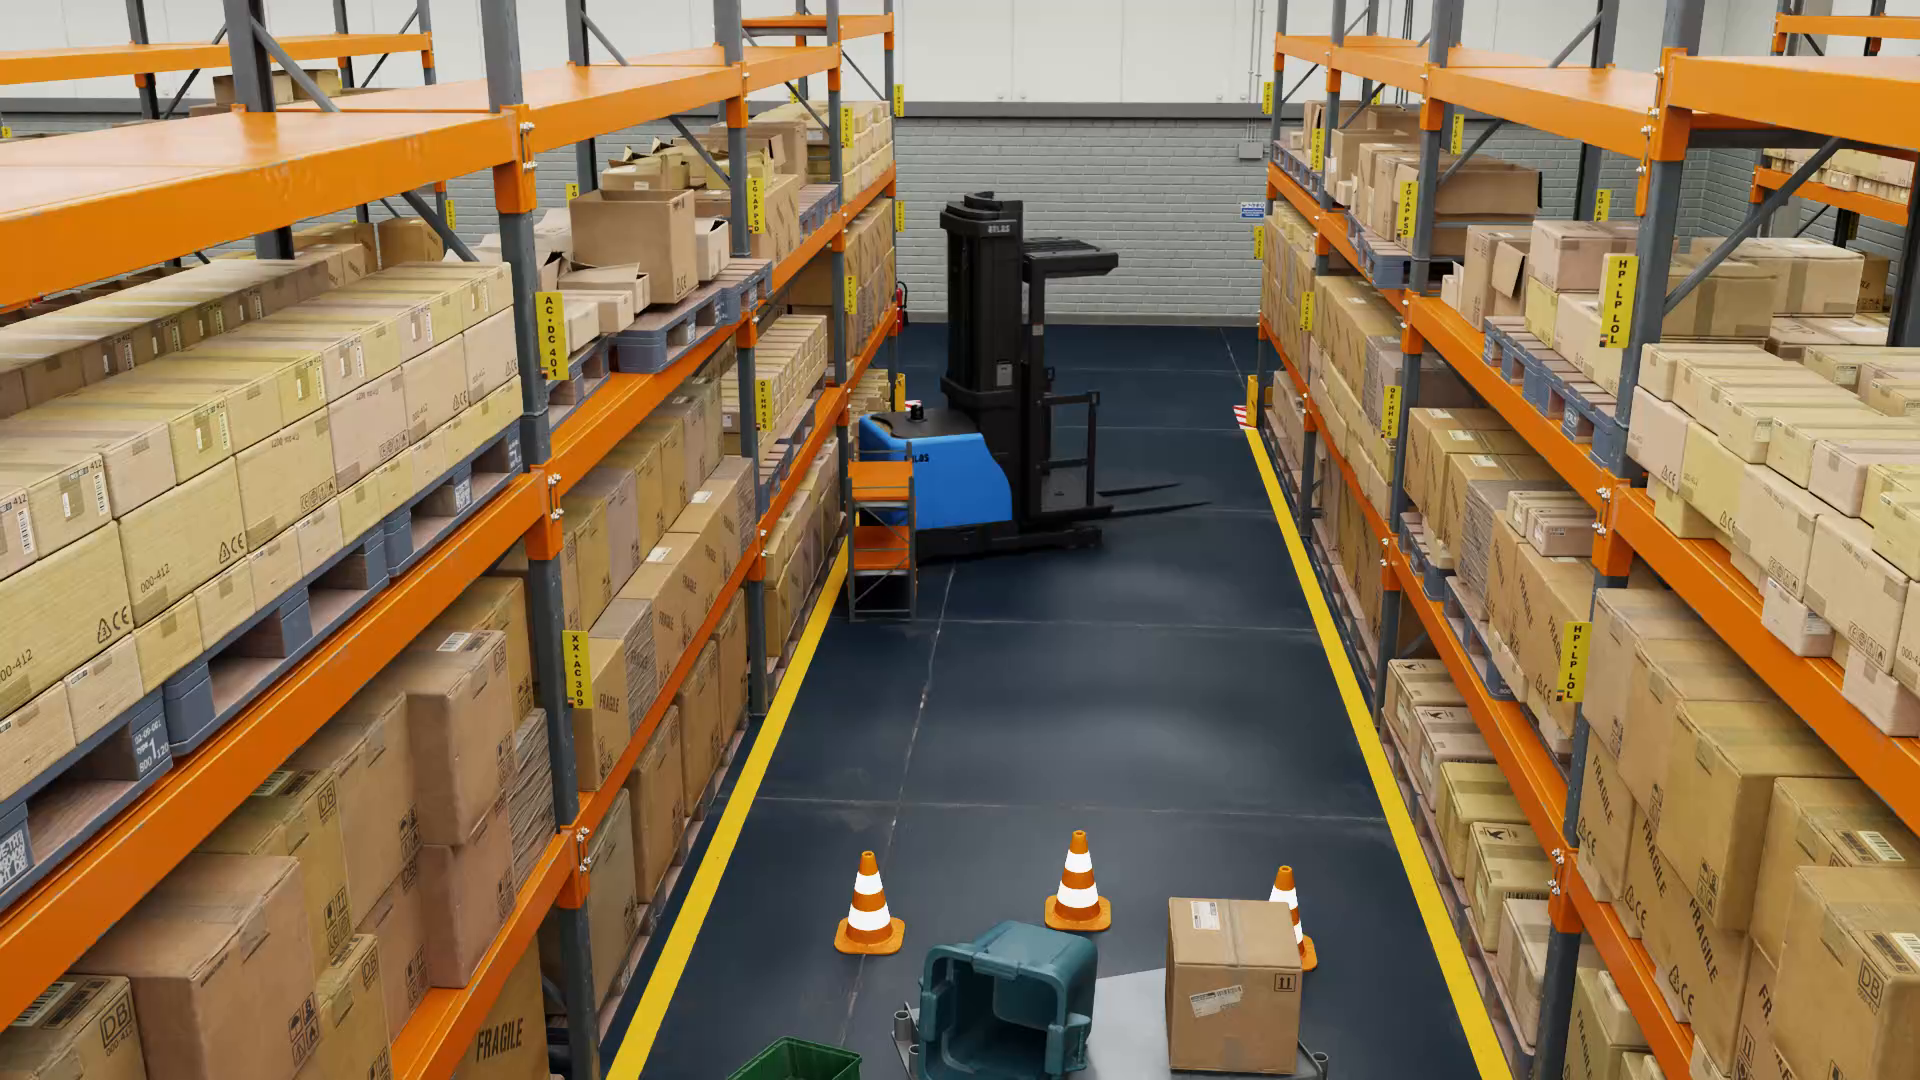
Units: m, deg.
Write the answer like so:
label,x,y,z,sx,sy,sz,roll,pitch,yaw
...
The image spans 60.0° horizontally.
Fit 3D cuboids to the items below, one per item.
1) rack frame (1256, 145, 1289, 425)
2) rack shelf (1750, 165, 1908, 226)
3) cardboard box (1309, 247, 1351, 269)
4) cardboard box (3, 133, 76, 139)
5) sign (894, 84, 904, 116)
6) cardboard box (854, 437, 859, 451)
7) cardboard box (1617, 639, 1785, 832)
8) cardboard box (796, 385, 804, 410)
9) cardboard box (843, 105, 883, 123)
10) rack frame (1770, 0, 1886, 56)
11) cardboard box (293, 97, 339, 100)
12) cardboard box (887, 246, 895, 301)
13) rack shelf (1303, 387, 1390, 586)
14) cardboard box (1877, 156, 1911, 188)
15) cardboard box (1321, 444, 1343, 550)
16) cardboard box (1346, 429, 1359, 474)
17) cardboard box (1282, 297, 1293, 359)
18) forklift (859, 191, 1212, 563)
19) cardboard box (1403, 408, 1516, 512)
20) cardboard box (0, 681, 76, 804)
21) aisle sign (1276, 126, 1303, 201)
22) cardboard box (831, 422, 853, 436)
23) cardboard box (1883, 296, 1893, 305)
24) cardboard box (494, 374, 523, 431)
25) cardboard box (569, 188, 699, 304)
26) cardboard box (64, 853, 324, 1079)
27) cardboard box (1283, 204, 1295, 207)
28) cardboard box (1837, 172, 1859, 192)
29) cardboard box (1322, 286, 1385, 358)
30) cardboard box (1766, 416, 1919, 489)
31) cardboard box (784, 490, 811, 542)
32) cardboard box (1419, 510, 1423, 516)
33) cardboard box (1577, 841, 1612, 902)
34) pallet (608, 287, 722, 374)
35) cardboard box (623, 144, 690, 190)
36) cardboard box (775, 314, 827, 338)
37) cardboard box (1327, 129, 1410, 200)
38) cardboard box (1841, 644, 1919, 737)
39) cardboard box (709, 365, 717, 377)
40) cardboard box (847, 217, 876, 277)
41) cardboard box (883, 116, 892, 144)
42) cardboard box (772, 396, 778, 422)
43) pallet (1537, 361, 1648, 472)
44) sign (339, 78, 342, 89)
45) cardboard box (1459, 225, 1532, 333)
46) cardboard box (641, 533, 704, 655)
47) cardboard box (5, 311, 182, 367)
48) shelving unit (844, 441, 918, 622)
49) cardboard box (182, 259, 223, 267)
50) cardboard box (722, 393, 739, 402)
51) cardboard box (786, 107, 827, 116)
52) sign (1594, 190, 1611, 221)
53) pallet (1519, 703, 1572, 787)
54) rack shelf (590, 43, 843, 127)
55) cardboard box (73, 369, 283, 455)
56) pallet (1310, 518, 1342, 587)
label,x,y,z,sx,sy,sz,roll,pitch,yaw
rack frame,3.750,-2.700,17.847,1.000,3.000,0.127,1,18,4
rack shelf,8.558,-3.053,15.261,1.077,0.370,4.000,1,18,4
cardboard box,3.168,-2.392,14.097,0.380,0.149,0.250,1,18,3
cardboard box,-6.583,-2.746,12.328,0.797,0.503,0.637,1,18,3
sign,-0.642,-4.607,17.427,0.100,0.325,0.005,1,18,4
cardboard box,-1.160,-0.954,15.945,0.380,0.149,0.250,2,18,6
cardboard box,2.584,0.653,5.370,0.700,0.500,0.500,1,18,4
cardboard box,-1.402,-1.085,12.646,0.380,0.149,0.250,2,18,6
cardboard box,-0.969,-4.212,16.441,0.380,0.149,0.250,2,18,5
rack frame,8.701,-5.442,16.578,1.000,3.000,0.127,1,18,4
cardboard box,-6.203,-3.970,15.908,0.700,0.500,0.500,2,18,6
cardboard box,-0.970,-2.823,17.583,0.500,0.500,0.500,2,18,5
rack shelf,3.320,-0.495,12.272,1.077,0.370,4.000,1,18,4
cardboard box,8.226,-3.161,14.199,0.500,0.250,0.500,1,18,2
cardboard box,3.499,-0.454,13.728,0.875,0.875,0.875,2,18,6
cardboard box,3.027,-0.622,11.746,0.500,0.250,0.500,1,18,3
cardboard box,3.295,-1.972,15.463,0.500,0.500,0.500,1,18,3
forklift,0.695,-1.463,14.180,3.031,2.935,1.130,-6,19,-18
cardboard box,2.914,-0.470,9.726,0.500,0.500,0.500,1,18,2
cardboard box,-1.961,0.380,3.196,0.380,0.149,0.250,1,18,4
aisle sign,3.466,-3.965,17.530,0.394,0.787,0.004,1,18,4
cardboard box,-1.206,-1.012,15.644,0.380,0.149,0.250,1,18,2
cardboard box,8.855,-2.198,16.077,0.500,0.250,0.500,2,18,6
cardboard box,-1.762,-0.485,5.838,0.380,0.149,0.250,1,18,4
cardboard box,-1.613,-1.469,8.275,0.500,0.500,0.500,1,18,4
cardboard box,-2.153,1.147,4.130,0.875,0.550,0.550,1,18,4
cardboard box,3.501,-3.344,17.004,0.380,0.149,0.250,2,18,5
cardboard box,8.227,-3.252,15.115,0.380,0.149,0.250,2,18,5
cardboard box,3.136,-1.692,13.003,0.500,0.500,0.500,1,18,4
cardboard box,2.512,-0.245,4.660,0.380,0.149,0.250,1,18,2
cardboard box,-1.392,-0.183,12.299,0.500,0.250,0.500,1,18,4
cardboard box,2.968,-0.199,9.942,0.380,0.149,0.250,0,18,1
cardboard box,2.548,1.237,6.235,0.380,0.149,0.250,1,18,4
pallet,-1.838,-1.082,8.394,1.003,0.211,1.213,2,18,6
cardboard box,-1.976,-2.423,10.792,0.396,0.266,0.258,1,18,4
cardboard box,-1.315,-1.771,13.784,0.380,0.149,0.250,2,18,6
cardboard box,3.111,-2.863,12.692,0.500,0.500,0.500,1,18,3
cardboard box,2.416,0.368,4.070,0.380,0.149,0.250,1,18,3
cardboard box,-2.057,-1.239,12.638,0.380,0.149,0.250,1,18,3
cardboard box,-1.078,-2.812,15.945,0.500,0.500,0.500,1,18,2
cardboard box,-0.973,-4.222,17.113,0.500,0.250,0.500,1,18,2
cardboard box,-1.482,-0.908,11.627,0.380,0.149,0.250,1,18,4
pallet,3.041,-0.499,6.613,1.213,0.211,1.003,1,18,4
sign,-6.687,-4.814,17.950,0.100,0.325,0.005,1,18,4
cardboard box,3.099,-1.395,8.884,0.700,0.500,0.500,1,18,4
cardboard box,-1.638,0.273,8.612,0.500,0.500,0.500,2,18,5
cardboard box,-2.491,-0.562,4.793,0.380,0.149,0.250,1,18,5
shelving unit,-0.609,-0.083,12.871,0.538,1.125,1.048,-1,18,-3
cardboard box,-6.655,-2.254,15.045,0.500,0.500,0.500,2,18,5
cardboard box,-1.525,-0.880,11.066,0.380,0.149,0.250,1,18,2
cardboard box,-1.504,-4.146,16.239,0.380,0.149,0.250,2,18,5
sign,3.718,-1.874,9.678,0.100,0.325,0.005,1,18,4
pallet,3.090,0.884,7.217,1.003,0.211,1.213,1,18,4
rack shelf,-1.624,-3.235,11.641,1.077,0.370,4.000,1,18,4
cardboard box,-1.890,-0.313,4.032,0.380,0.149,0.250,2,18,5
pallet,3.483,0.108,13.753,1.003,0.211,1.213,1,18,4
